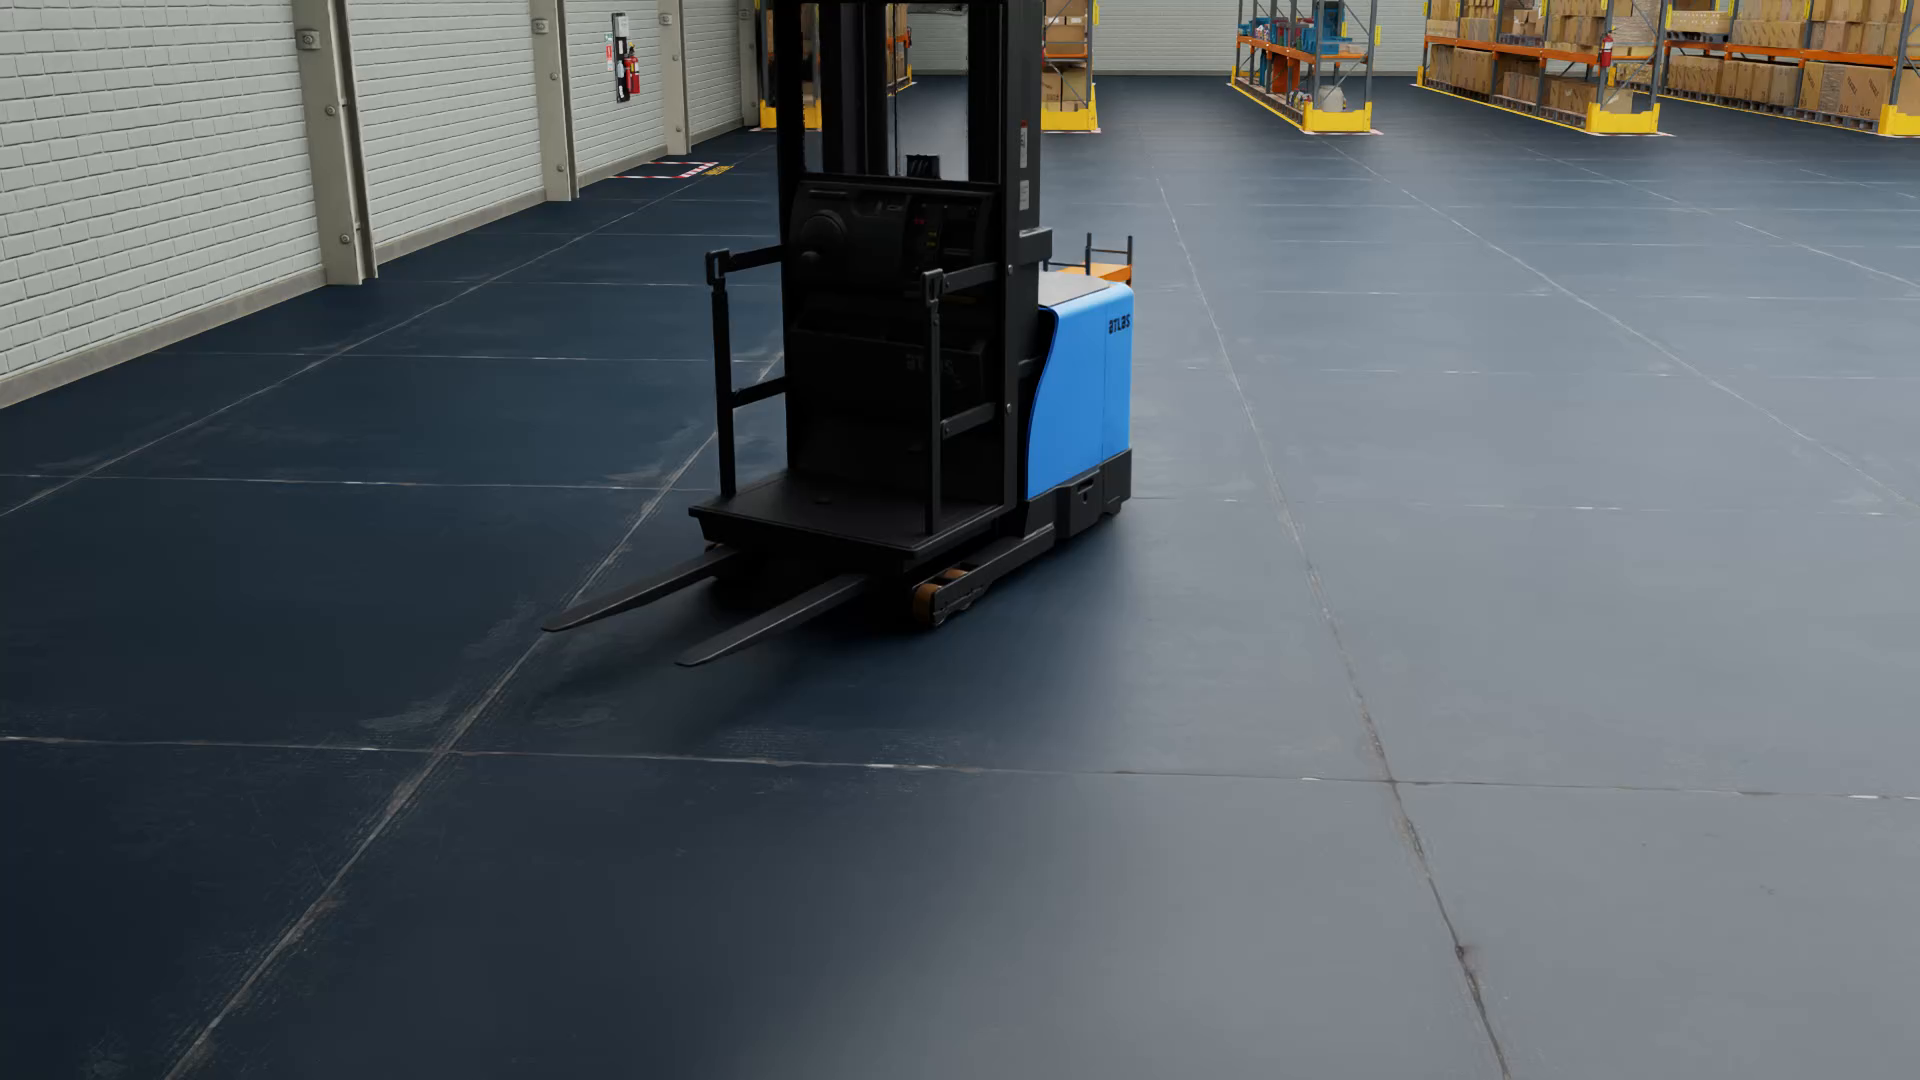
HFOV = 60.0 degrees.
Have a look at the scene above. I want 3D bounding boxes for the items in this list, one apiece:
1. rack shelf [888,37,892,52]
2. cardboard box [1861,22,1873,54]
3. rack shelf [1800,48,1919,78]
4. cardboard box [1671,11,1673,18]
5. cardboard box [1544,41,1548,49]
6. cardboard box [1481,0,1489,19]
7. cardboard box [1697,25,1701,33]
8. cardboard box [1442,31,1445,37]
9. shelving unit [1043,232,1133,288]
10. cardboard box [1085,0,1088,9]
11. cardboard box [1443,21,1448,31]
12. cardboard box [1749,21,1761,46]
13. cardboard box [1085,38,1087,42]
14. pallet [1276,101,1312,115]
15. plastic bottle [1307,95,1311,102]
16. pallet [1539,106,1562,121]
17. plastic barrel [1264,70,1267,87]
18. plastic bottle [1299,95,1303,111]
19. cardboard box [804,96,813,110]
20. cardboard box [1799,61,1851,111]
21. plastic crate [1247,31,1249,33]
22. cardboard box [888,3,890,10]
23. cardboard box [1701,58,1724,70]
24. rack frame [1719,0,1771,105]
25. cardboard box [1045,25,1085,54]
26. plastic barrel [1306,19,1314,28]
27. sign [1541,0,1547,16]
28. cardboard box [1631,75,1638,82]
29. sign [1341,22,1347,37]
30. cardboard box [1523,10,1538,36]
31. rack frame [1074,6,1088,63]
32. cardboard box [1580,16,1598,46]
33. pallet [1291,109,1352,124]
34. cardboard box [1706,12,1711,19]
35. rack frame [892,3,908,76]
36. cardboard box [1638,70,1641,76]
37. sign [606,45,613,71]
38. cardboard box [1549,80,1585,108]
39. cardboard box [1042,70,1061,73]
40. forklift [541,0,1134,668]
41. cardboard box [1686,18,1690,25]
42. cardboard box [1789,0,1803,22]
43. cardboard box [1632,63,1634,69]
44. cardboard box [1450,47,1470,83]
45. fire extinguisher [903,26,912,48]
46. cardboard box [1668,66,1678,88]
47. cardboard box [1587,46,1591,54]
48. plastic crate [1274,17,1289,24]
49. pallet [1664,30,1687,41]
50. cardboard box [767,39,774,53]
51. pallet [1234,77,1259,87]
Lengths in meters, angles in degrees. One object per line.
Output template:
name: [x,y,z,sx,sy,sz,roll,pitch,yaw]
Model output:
rack shelf: [-2.365,-11.752,39.626,1.077,0.370,4.000,1,18,4]
cardboard box: [16.845,-9.044,29.966,0.875,0.550,0.550,1,18,4]
rack shelf: [16.824,-8.793,30.597,1.077,0.370,4.000,1,18,4]
cardboard box: [17.054,-12.492,39.502,0.380,0.149,0.250,2,18,7]
cardboard box: [11.712,-9.719,32.670,0.380,0.149,0.250,1,18,4]
cardboard box: [12.473,-12.302,38.379,0.797,0.503,0.637,2,18,6]
cardboard box: [16.908,-11.560,37.615,0.380,0.149,0.250,0,18,1]
cardboard box: [12.387,-12.765,41.966,0.380,0.149,0.250,1,18,3]
shelving unit: [0.616,-0.860,8.120,0.258,1.200,0.503,10,21,27]
cardboard box: [3.034,-13.268,41.332,0.500,0.500,0.500,2,18,5]
cardboard box: [12.442,-12.915,41.785,0.500,0.250,0.500,2,18,5]
cardboard box: [16.882,-10.598,34.789,0.500,0.500,0.500,1,18,4]
cardboard box: [2.644,-10.958,36.452,0.380,0.149,0.250,1,18,4]
pallet: [7.104,-8.929,34.333,1.003,0.211,1.213,1,18,4]
plastic bottle: [6.646,-8.341,31.716,0.061,0.283,0.133,1,18,4]
pallet: [12.014,-8.364,32.610,1.003,0.211,1.213,1,18,4]
plastic barrel: [7.424,-10.949,39.342,0.421,0.512,0.421,0,18,0]
plastic bottle: [6.485,-8.302,31.597,0.061,0.283,0.133,2,18,5]
cardboard box: [-2.942,-8.132,31.035,0.500,0.311,0.500,-1,18,-2]
cardboard box: [16.852,-8.752,32.055,0.875,0.875,0.875,2,18,5]
plastic crate: [7.473,-12.745,41.847,0.437,0.125,0.590,1,18,4]
cardboard box: [-2.000,-13.119,40.767,0.500,0.250,0.500,2,18,5]
cardboard box: [17.067,-10.742,37.525,0.500,0.250,0.500,2,18,5]
rack frame: [17.254,-10.999,36.172,1.000,3.000,0.127,1,18,4]
cardboard box: [1.906,-9.071,30.127,0.700,0.500,0.500,1,18,4]
plastic barrel: [7.427,-10.594,34.718,0.433,0.535,0.433,0,18,0]
sign: [11.473,-10.460,32.668,0.100,0.325,0.005,1,18,4]
cardboard box: [17.367,-11.778,42.456,0.380,0.149,0.250,0,18,1]
sign: [7.635,-10.125,33.061,0.100,0.325,0.005,1,18,4]
cardboard box: [12.059,-10.688,34.382,0.797,0.503,0.637,3,18,10]
rack frame: [2.720,-12.605,41.075,1.000,3.000,0.127,1,18,4]
cardboard box: [11.723,-9.173,29.963,0.875,0.500,0.500,1,18,4]
pallet: [6.912,-8.096,31.793,1.003,0.211,1.213,1,18,4]
cardboard box: [16.871,-11.683,37.035,0.380,0.149,0.250,2,18,6]
rack frame: [-1.934,-13.957,45.201,1.000,3.000,0.127,1,18,4]
cardboard box: [17.499,-11.904,42.360,0.380,0.149,0.250,2,18,7]
sign: [-4.682,-6.442,22.208,0.001,0.329,0.234,1,18,4]
cardboard box: [11.959,-8.787,32.762,0.500,0.500,0.500,1,18,2]
cardboard box: [1.658,-8.612,31.425,0.500,0.500,0.500,1,18,4]
forklift: [-0.390,-1.225,6.454,1.130,2.935,3.031,11,21,29]
cardboard box: [16.964,-11.943,38.305,0.380,0.149,0.250,1,18,3]
cardboard box: [17.032,-10.593,33.168,0.700,0.500,0.500,1,18,3]
cardboard box: [17.441,-12.127,42.565,0.380,0.149,0.250,2,18,6]
cardboard box: [12.728,-11.776,41.283,0.875,0.875,0.875,1,18,4]
fire extinguisher: [-1.463,-13.780,45.382,0.296,0.674,0.183,1,18,4]
cardboard box: [17.223,-11.029,39.605,0.500,0.500,0.500,2,18,6]
cardboard box: [11.573,-8.864,30.060,0.380,0.149,0.250,1,18,4]
plastic crate: [7.975,-12.824,41.544,0.402,0.464,0.583,1,18,4]
pallet: [17.341,-11.916,39.279,1.003,0.211,1.213,1,18,4]
cardboard box: [-3.241,-9.076,30.512,0.500,0.250,0.500,2,18,5]
pallet: [7.849,-12.156,44.181,1.003,0.211,1.213,1,18,4]
